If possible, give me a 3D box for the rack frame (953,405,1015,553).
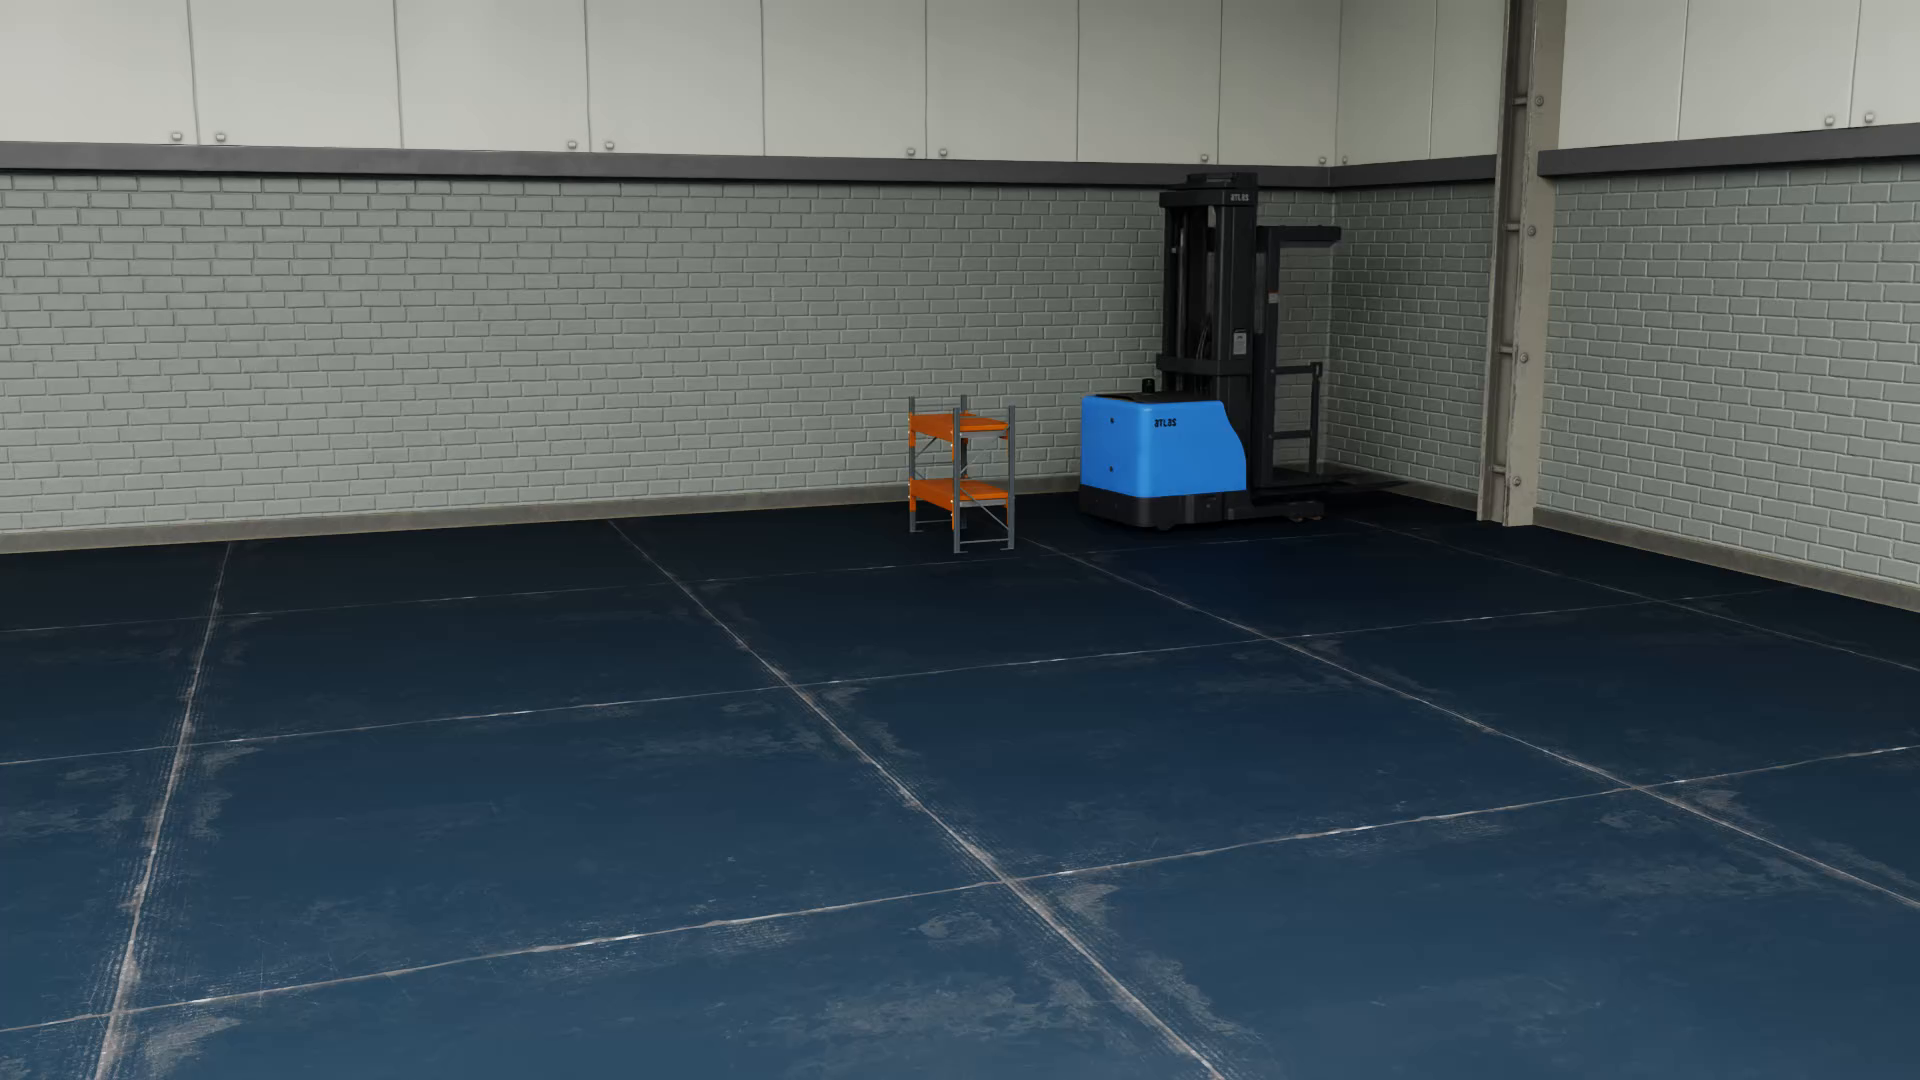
[{"bbox_3d":[0.187,-0.470,12.849,0.500,1.125,0.032,-4,11,-21],"label":"rack frame"}]

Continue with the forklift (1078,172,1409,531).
[{"bbox_3d":[2.577,-1.675,14.466,3.031,2.935,1.130,-5,11,-27],"label":"forklift"}]

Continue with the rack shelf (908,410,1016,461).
[{"bbox_3d":[0.002,-0.841,13.264,0.538,0.278,1.000,-4,11,-21],"label":"rack shelf"}]

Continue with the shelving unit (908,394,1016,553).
[{"bbox_3d":[0.002,-0.553,13.315,0.538,1.125,1.048,-4,11,-21],"label":"shelving unit"}]

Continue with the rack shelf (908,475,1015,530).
[{"bbox_3d":[0.002,-0.312,13.358,0.538,0.278,1.000,-4,11,-21],"label":"rack shelf"}]

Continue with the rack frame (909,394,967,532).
[{"bbox_3d":[-0.182,-0.636,13.782,0.500,1.125,0.032,-4,11,-21],"label":"rack frame"}]

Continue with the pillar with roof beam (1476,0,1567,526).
[{"bbox_3d":[0.679,-4.313,11.974,9.100,9.000,0.400,-4,11,-21],"label":"pillar with roof beam"}]
